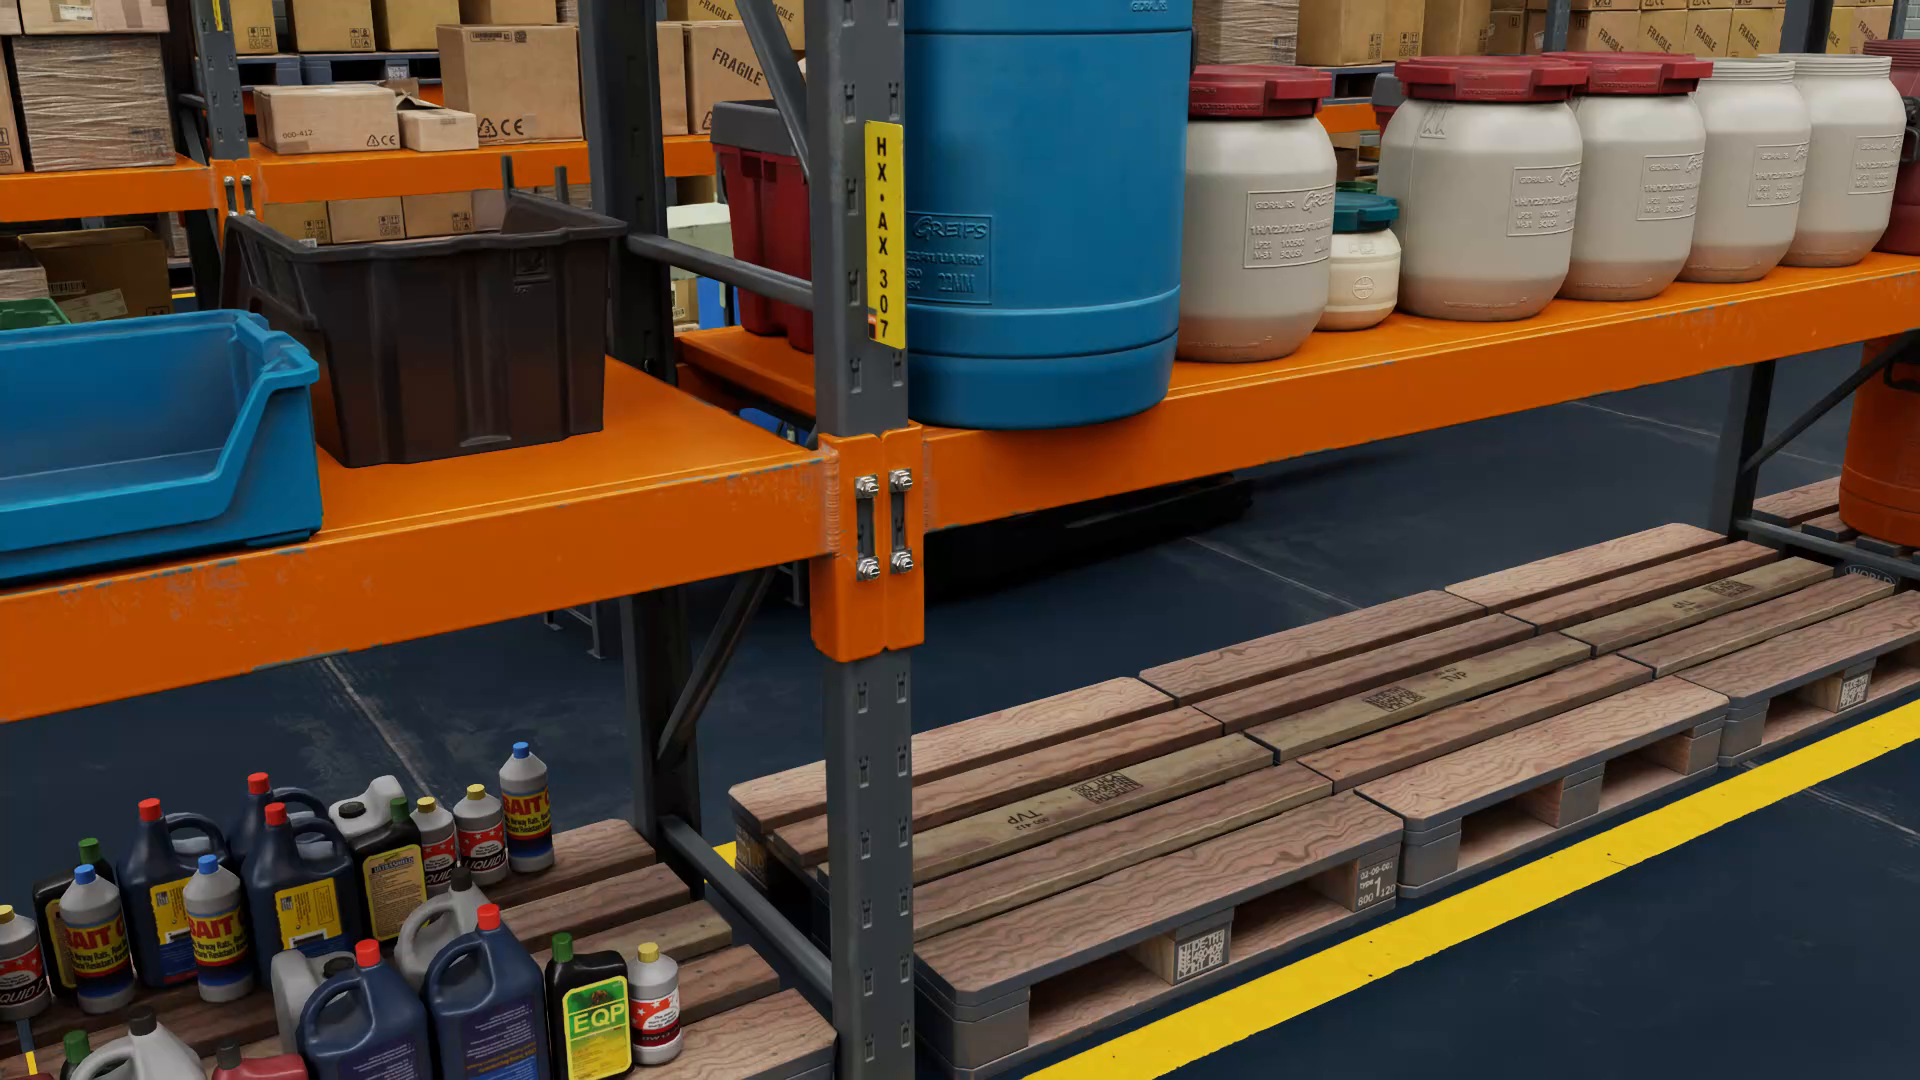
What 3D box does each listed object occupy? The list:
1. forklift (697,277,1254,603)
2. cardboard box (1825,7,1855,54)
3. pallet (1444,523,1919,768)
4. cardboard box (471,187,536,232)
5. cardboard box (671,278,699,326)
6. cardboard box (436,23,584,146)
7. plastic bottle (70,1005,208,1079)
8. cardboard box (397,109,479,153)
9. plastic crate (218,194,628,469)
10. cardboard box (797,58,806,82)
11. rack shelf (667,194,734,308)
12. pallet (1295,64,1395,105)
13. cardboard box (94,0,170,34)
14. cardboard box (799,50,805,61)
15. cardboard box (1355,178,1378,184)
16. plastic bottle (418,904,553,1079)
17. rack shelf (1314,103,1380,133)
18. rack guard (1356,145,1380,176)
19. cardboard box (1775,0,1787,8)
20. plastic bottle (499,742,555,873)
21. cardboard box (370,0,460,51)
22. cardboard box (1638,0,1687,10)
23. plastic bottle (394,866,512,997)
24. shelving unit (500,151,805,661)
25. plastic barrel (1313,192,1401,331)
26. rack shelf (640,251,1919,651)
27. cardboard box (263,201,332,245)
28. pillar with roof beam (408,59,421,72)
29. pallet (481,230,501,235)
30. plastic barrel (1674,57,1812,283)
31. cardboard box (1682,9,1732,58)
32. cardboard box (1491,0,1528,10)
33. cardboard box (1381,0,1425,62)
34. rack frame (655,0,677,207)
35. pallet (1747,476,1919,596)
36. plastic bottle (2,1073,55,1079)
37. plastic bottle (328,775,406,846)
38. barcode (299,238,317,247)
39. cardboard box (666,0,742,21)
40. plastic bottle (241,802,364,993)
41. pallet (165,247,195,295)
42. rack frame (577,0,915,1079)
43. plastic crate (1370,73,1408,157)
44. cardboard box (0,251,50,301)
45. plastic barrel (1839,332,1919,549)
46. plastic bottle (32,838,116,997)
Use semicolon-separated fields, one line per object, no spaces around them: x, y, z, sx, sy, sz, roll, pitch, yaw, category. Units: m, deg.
0.515;-1.543;6.233;3.031;2.935;1.130;-15;24;-38;forklift
6.241;-3.711;12.382;0.500;0.500;0.500;-12;22;-31;cardboard box
2.268;0.274;5.105;1.213;0.211;1.003;-12;22;-31;pallet
-3.579;-2.647;12.606;0.500;0.500;0.700;-12;22;-31;cardboard box
-1.360;-1.233;7.972;0.500;0.311;0.500;-11;22;-30;cardboard box
-2.035;-2.065;7.514;0.500;0.500;0.500;-10;21;-28;cardboard box
-1.214;0.859;2.469;0.185;0.351;0.144;-12;22;-32;plastic bottle
-2.273;-1.776;7.208;0.250;0.149;0.380;-12;22;-31;cardboard box
-0.912;-0.381;2.785;0.504;0.338;0.767;-12;22;-31;plastic crate
-0.638;-2.351;8.654;0.500;0.311;0.500;-12;22;-32;cardboard box
-0.947;-0.831;5.134;0.720;0.370;0.431;-15;24;-36;rack shelf
1.837;-2.752;10.000;1.213;0.211;1.003;-12;22;-31;pallet
-3.235;-2.044;6.437;0.250;0.149;0.380;-12;22;-31;cardboard box
-1.272;-3.901;13.461;0.250;0.149;0.380;-11;22;-30;cardboard box
2.579;-2.111;11.020;0.500;0.500;0.500;-12;22;-31;cardboard box
-0.784;0.768;2.737;0.185;0.351;0.144;-13;22;-33;plastic bottle
1.886;-2.510;10.109;4.000;0.370;1.077;-12;22;-31;rack shelf
4.189;-4.052;17.450;0.348;0.500;1.175;-12;22;-31;rack guard
5.824;-4.095;11.957;0.500;0.500;0.500;-11;22;-30;cardboard box
-0.912;0.554;3.494;0.097;0.271;0.097;0;19;0;plastic bottle
-3.928;-3.768;11.863;0.500;0.500;0.700;-12;22;-31;cardboard box
4.535;-3.823;11.152;0.500;0.500;0.500;-13;22;-33;cardboard box
-0.863;0.730;2.851;0.185;0.351;0.144;-12;22;-31;plastic bottle
-0.944;-0.462;5.261;0.755;1.500;0.431;-15;24;-36;shelving unit
0.785;-0.595;3.537;0.301;0.262;0.301;0;19;0;plastic barrel
1.266;-0.480;4.104;4.000;0.370;1.077;-12;22;-31;rack shelf
-4.843;-2.381;11.821;0.500;0.500;0.700;-12;22;-32;cardboard box
-1.706;-5.516;8.510;0.400;9.000;9.100;-12;22;-31;pillar with roof beam
-3.166;-2.365;12.910;1.213;0.211;1.003;-12;22;-31;pallet
1.843;-0.914;4.089;0.421;0.512;0.421;0;19;0;plastic barrel
4.976;-3.446;11.598;0.500;0.500;0.500;-12;22;-32;cardboard box
3.836;-3.883;11.328;0.500;0.500;0.500;-12;22;-31;cardboard box
2.498;-3.288;10.475;0.500;0.500;0.700;-8;20;-23;cardboard box
-2.512;-3.823;12.869;0.127;3.000;1.000;-12;22;-31;rack frame
3.572;-0.002;5.921;1.213;0.211;1.003;-12;22;-31;pallet
-1.411;0.890;2.482;0.133;0.283;0.061;-12;22;-31;plastic bottle
-1.167;0.617;3.303;0.135;0.276;0.152;-11;22;-29;plastic bottle
-2.683;-1.207;6.848;0.075;0.075;0.001;-12;22;-31;barcode
-1.966;-4.038;12.853;0.500;0.500;0.500;-11;22;-30;cardboard box
-1.227;0.648;3.094;0.185;0.351;0.144;-12;22;-31;plastic bottle
-5.204;-1.935;11.639;1.213;0.211;1.003;-12;22;-31;pallet
-0.404;-0.469;2.947;0.127;3.000;1.000;-12;22;-31;rack frame
1.418;-1.001;4.421;0.583;0.464;0.402;-12;22;-31;plastic crate
-3.817;-0.821;6.455;0.500;0.500;0.500;-12;22;-31;cardboard box
3.336;-0.435;5.580;0.708;0.830;0.600;-12;22;-31;plastic barrel
-1.625;0.692;3.068;0.133;0.283;0.061;-11;21;-29;plastic bottle
